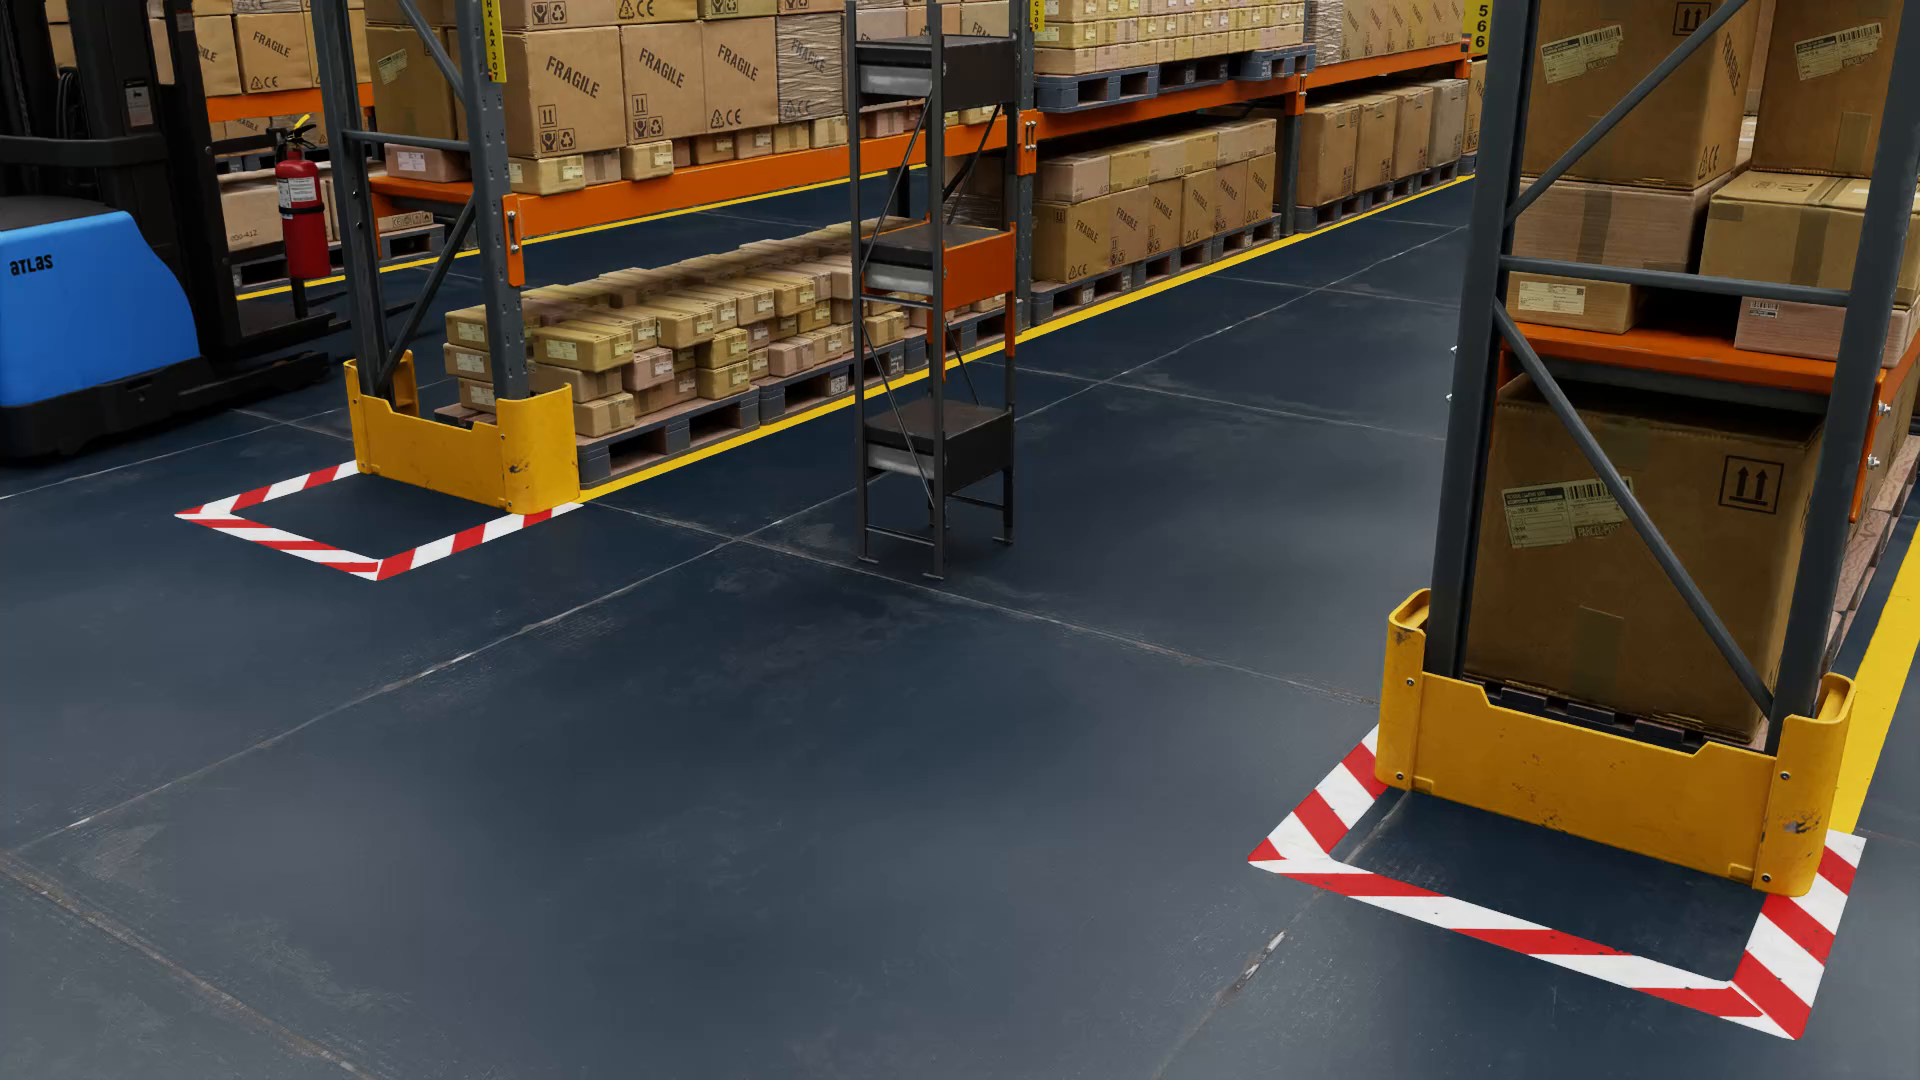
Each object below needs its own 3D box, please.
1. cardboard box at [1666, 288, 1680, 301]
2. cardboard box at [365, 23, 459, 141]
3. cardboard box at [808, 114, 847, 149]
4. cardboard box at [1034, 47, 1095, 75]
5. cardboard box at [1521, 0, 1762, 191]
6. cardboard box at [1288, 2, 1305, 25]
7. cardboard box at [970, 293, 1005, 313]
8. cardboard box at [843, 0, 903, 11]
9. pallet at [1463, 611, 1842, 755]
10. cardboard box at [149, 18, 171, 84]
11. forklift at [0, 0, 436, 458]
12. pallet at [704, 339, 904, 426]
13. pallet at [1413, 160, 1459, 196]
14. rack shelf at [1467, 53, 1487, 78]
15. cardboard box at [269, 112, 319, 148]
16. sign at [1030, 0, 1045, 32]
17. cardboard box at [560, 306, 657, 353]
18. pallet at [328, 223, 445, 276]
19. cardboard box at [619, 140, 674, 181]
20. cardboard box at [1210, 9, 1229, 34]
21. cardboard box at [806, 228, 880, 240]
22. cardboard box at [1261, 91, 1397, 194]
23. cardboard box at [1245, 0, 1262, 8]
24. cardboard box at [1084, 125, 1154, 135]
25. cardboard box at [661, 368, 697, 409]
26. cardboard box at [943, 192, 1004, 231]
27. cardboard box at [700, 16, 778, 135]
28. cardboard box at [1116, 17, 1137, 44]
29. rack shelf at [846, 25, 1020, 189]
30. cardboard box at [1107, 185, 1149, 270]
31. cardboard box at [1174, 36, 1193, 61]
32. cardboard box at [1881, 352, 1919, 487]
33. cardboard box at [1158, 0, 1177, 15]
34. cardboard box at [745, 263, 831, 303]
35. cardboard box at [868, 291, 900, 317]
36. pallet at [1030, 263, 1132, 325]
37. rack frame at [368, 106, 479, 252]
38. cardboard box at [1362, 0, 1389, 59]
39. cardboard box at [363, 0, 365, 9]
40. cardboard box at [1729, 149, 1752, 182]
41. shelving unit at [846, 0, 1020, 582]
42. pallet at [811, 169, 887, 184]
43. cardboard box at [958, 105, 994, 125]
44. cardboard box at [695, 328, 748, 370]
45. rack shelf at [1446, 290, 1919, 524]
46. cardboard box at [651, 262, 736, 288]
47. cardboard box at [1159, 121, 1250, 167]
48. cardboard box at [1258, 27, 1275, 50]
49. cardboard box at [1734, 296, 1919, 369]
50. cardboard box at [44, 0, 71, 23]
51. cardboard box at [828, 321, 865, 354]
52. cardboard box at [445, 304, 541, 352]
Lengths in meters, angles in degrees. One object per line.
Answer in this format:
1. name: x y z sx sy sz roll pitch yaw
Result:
1. cardboard box: 2.001 -0.844 5.084 0.380 0.149 0.250 13 24 32
2. cardboard box: -2.220 -2.010 7.302 0.500 0.500 0.500 14 24 33
3. cardboard box: -0.797 -2.084 8.437 0.380 0.149 0.250 14 24 33
4. cardboard box: 0.591 -2.894 10.023 0.380 0.149 0.250 12 23 29
5. cardboard box: 1.842 -1.260 4.554 0.500 0.500 0.500 14 24 32
6. cardboard box: 2.337 -3.928 12.388 0.380 0.149 0.250 14 24 33
7. cardboard box: 0.050 -1.473 9.927 0.380 0.149 0.250 14 24 32
8. cardboard box: -0.637 -2.966 8.446 0.500 0.500 0.500 14 24 33
9. pallet: 2.171 0.415 5.338 1.003 0.211 1.213 13 24 32
10. cardboard box: -5.341 -3.002 10.414 0.500 0.500 0.500 13 24 32
11. forklift: -4.110 -2.224 8.552 1.130 2.935 3.031 9 22 22
12. pallet: -1.044 -0.933 8.983 1.003 0.211 1.213 13 24 32
13. pallet: 4.115 -3.543 16.040 1.003 0.211 1.213 13 24 32
14. rack shelf: 5.610 -5.324 17.871 1.077 0.370 4.000 13 24 32
15. cardboard box: -6.939 -4.259 16.954 0.500 0.500 0.500 12 24 30
16. sign: 0.442 -3.094 9.559 0.100 0.325 0.005 13 24 32
17. cardboard box: -1.628 -0.970 7.709 0.380 0.149 0.250 14 24 33
18. pallet: -4.654 -2.218 12.456 1.003 0.211 1.213 13 24 32
19. cardboard box: -1.502 -1.703 7.408 0.380 0.149 0.250 12 24 30
20. cardboard box: 1.613 -3.557 11.386 0.380 0.149 0.250 14 24 33
21. cardboard box: -0.681 -1.723 9.745 0.380 0.149 0.250 13 24 31
22. cardboard box: 3.143 -3.490 14.514 1.050 0.750 0.750 14 24 33
23. cardboard box: 1.904 -3.844 11.732 0.380 0.149 0.250 14 25 33
24. cardboard box: 1.076 -2.880 12.145 0.500 0.250 0.500 13 24 32
25. cardboard box: -1.487 -0.756 7.988 0.380 0.149 0.250 14 24 32
26. cardboard box: 0.197 -2.078 11.057 0.500 0.500 0.500 13 24 31
27. cardboard box: -1.213 -2.202 7.822 0.500 0.500 0.500 14 24 33
28. cardboard box: 0.880 -3.183 10.374 0.380 0.149 0.250 14 24 33
29. rack shelf: -0.093 -1.581 6.034 0.431 0.518 0.480 13 24 32
30. cardboard box: 0.920 -2.129 11.194 0.500 0.500 0.500 15 25 34
31. cardboard box: 1.321 -3.270 11.039 0.380 0.149 0.250 13 24 31
32. cardboard box: 3.597 -0.822 7.122 0.875 0.875 0.875 13 24 32
33. cardboard box: 1.175 -3.472 10.728 0.380 0.149 0.250 13 24 31
34. cardboard box: -0.898 -1.339 8.709 0.380 0.149 0.250 13 24 32
35. cardboard box: -0.552 -1.349 9.163 0.380 0.149 0.250 14 24 33
36. pallet: 0.426 -1.708 11.078 1.003 0.211 1.213 13 24 32
37. rack frame: -4.162 -3.728 12.520 1.000 3.000 0.127 13 24 32
38. cardboard box: 3.281 -4.354 14.067 0.500 0.500 0.500 13 24 32
39. cardboard box: -4.198 -4.055 11.818 0.500 0.500 0.500 13 24 31
40. cardboard box: 2.124 -1.053 5.076 0.500 0.250 0.500 13 24 31
41. shelving unit: -0.093 -0.937 6.272 0.431 2.100 0.503 13 24 32
42. pallet: -1.473 -3.792 16.712 1.003 0.211 1.213 13 24 32
43. cardboard box: -0.033 -2.451 9.430 0.380 0.149 0.250 13 24 30
44. cardboard box: -1.254 -0.951 8.088 0.380 0.149 0.250 14 25 33
45. rack shelf: 2.910 -0.884 5.869 1.077 0.370 4.000 13 24 32
46. cardboard box: -1.399 -1.348 8.733 0.380 0.149 0.250 12 24 30
47. cardboard box: 1.795 -2.922 12.256 0.500 0.250 0.500 14 24 33
48. cardboard box: 2.055 -3.643 12.046 0.380 0.149 0.250 14 24 33
49. cardboard box: 2.258 -0.568 4.338 0.380 0.149 0.250 14 24 32
50. cardboard box: -5.620 -3.328 9.854 0.500 0.500 0.500 13 24 30
51. cardboard box: -0.734 -1.114 8.957 0.380 0.149 0.250 14 24 33
52. cardboard box: -2.171 -0.984 7.749 0.380 0.149 0.250 14 24 32
